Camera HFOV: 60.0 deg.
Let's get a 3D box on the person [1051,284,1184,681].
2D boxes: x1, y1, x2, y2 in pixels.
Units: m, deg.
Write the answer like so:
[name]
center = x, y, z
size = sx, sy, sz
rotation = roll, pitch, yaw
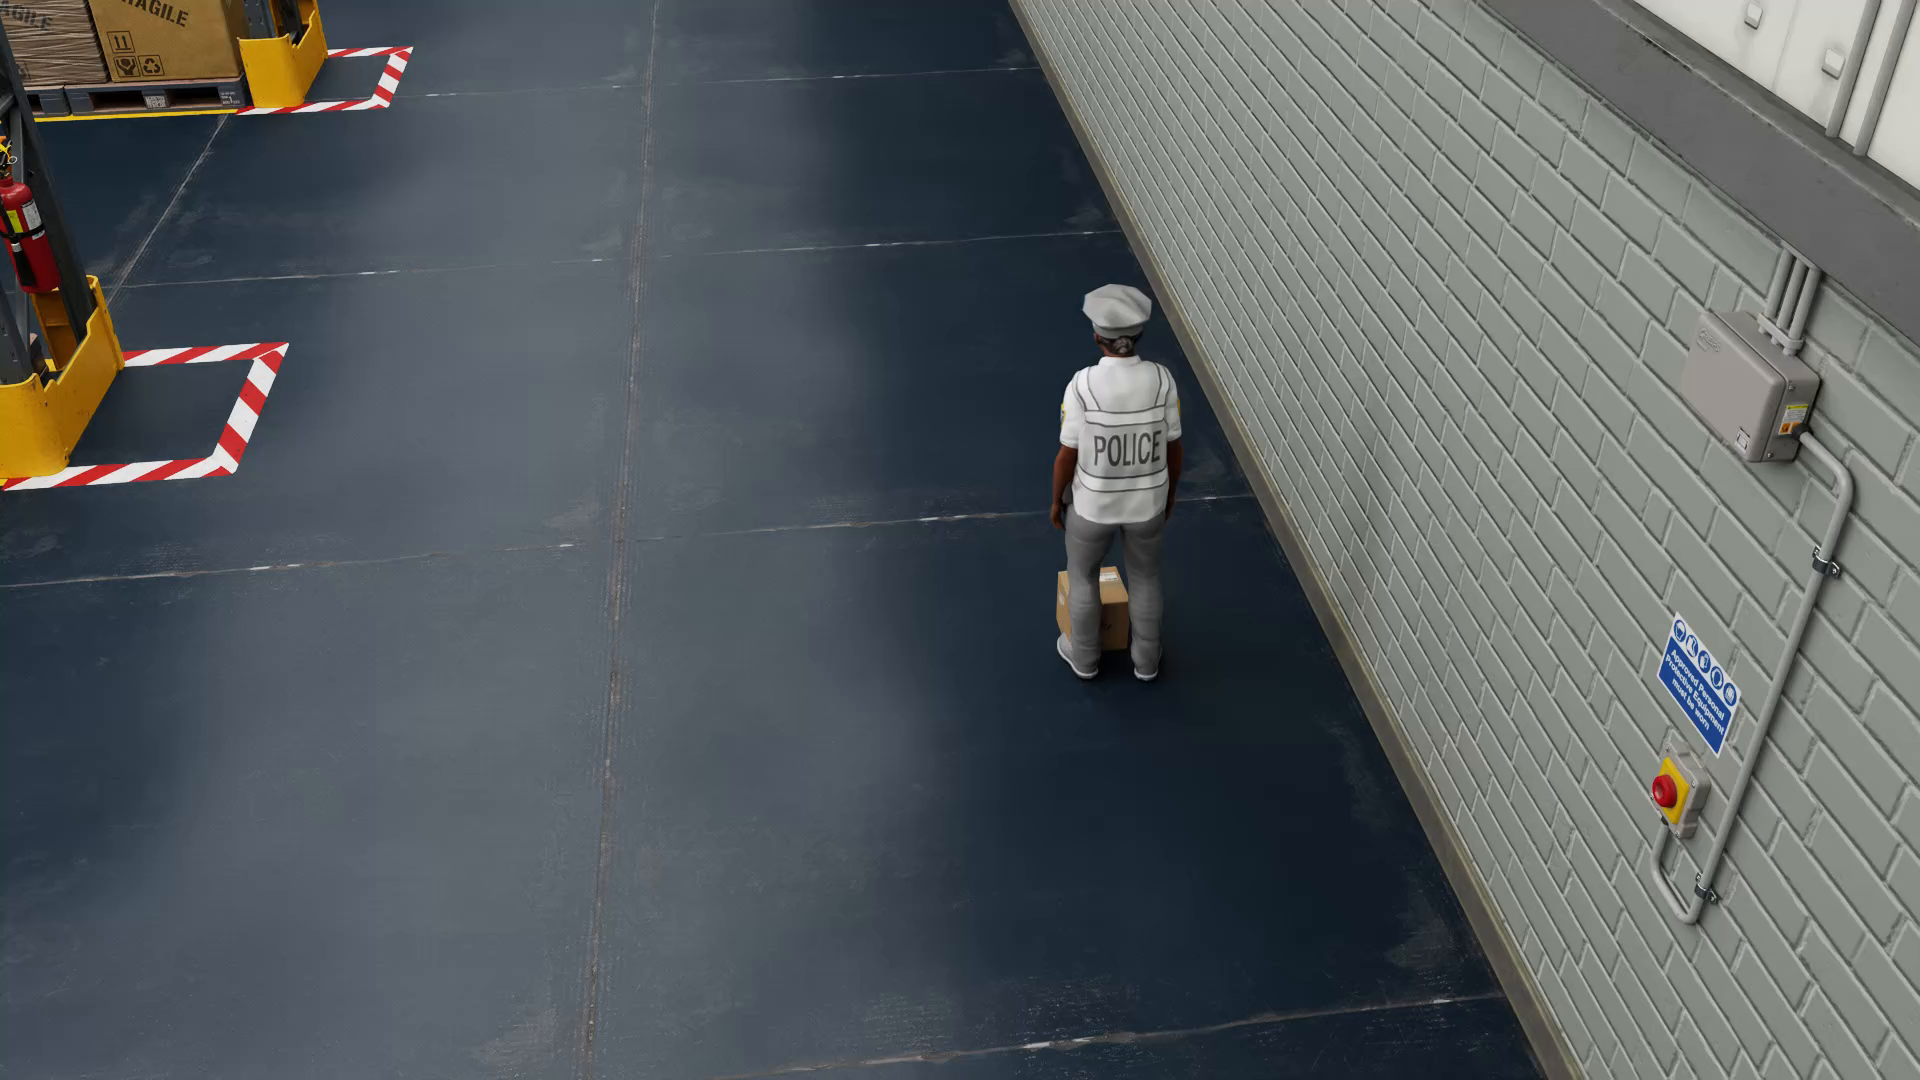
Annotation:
[person]
center = 0.597, -0.158, 6.370
size = 0.506, 1.660, 0.415
rotation = -4, 35, -6
